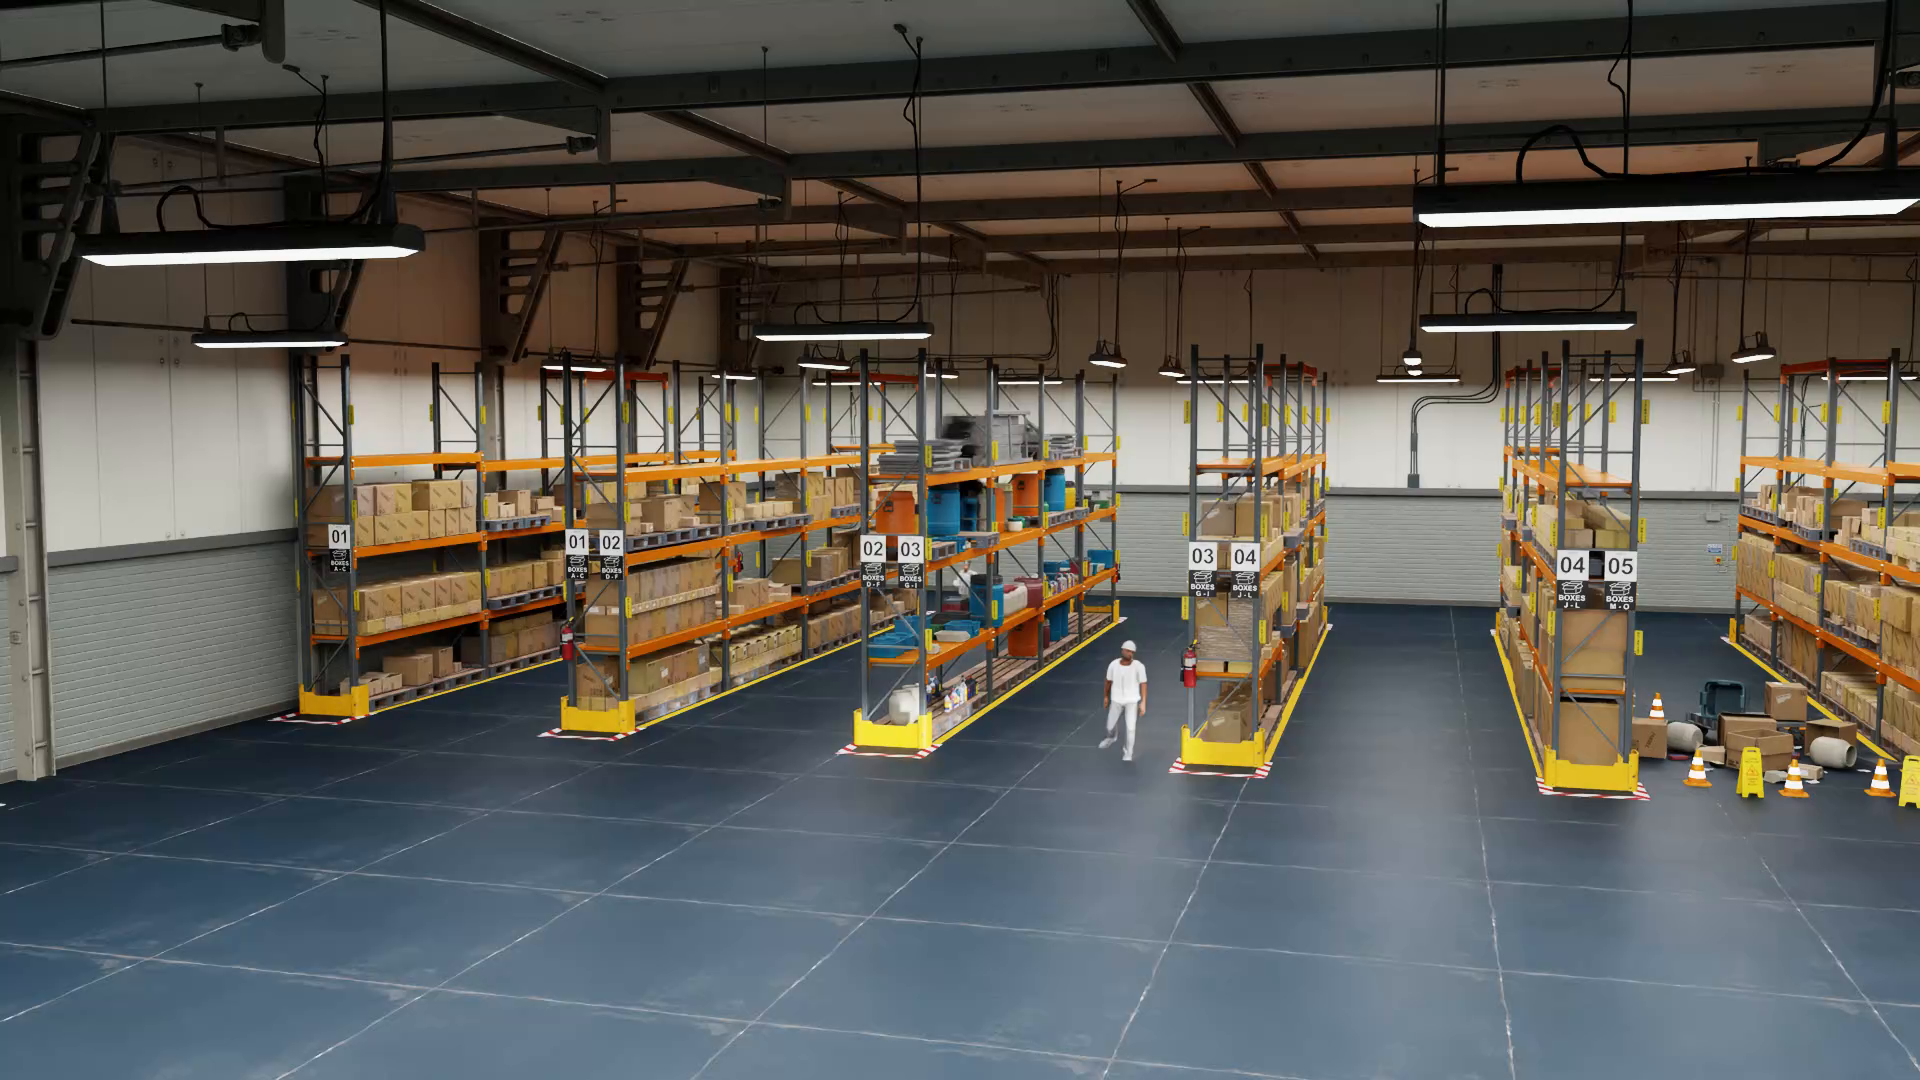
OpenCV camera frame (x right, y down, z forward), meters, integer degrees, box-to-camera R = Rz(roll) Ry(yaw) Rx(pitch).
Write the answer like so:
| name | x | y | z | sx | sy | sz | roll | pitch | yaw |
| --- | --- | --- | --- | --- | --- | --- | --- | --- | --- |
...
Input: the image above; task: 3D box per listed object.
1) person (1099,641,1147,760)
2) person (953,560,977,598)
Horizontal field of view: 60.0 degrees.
| name | x | y | z | sx | sy | sz | roll | pitch | yaw |
| --- | --- | --- | --- | --- | --- | --- | --- | --- | --- |
| person | 2.364 | 2.305 | 24.127 | 0.747 | 1.721 | 0.604 | 1 | 4 | 15 |
| person | 0.155 | 1.291 | 38.155 | 0.577 | 1.740 | 0.846 | 1 | 4 | 16 |
